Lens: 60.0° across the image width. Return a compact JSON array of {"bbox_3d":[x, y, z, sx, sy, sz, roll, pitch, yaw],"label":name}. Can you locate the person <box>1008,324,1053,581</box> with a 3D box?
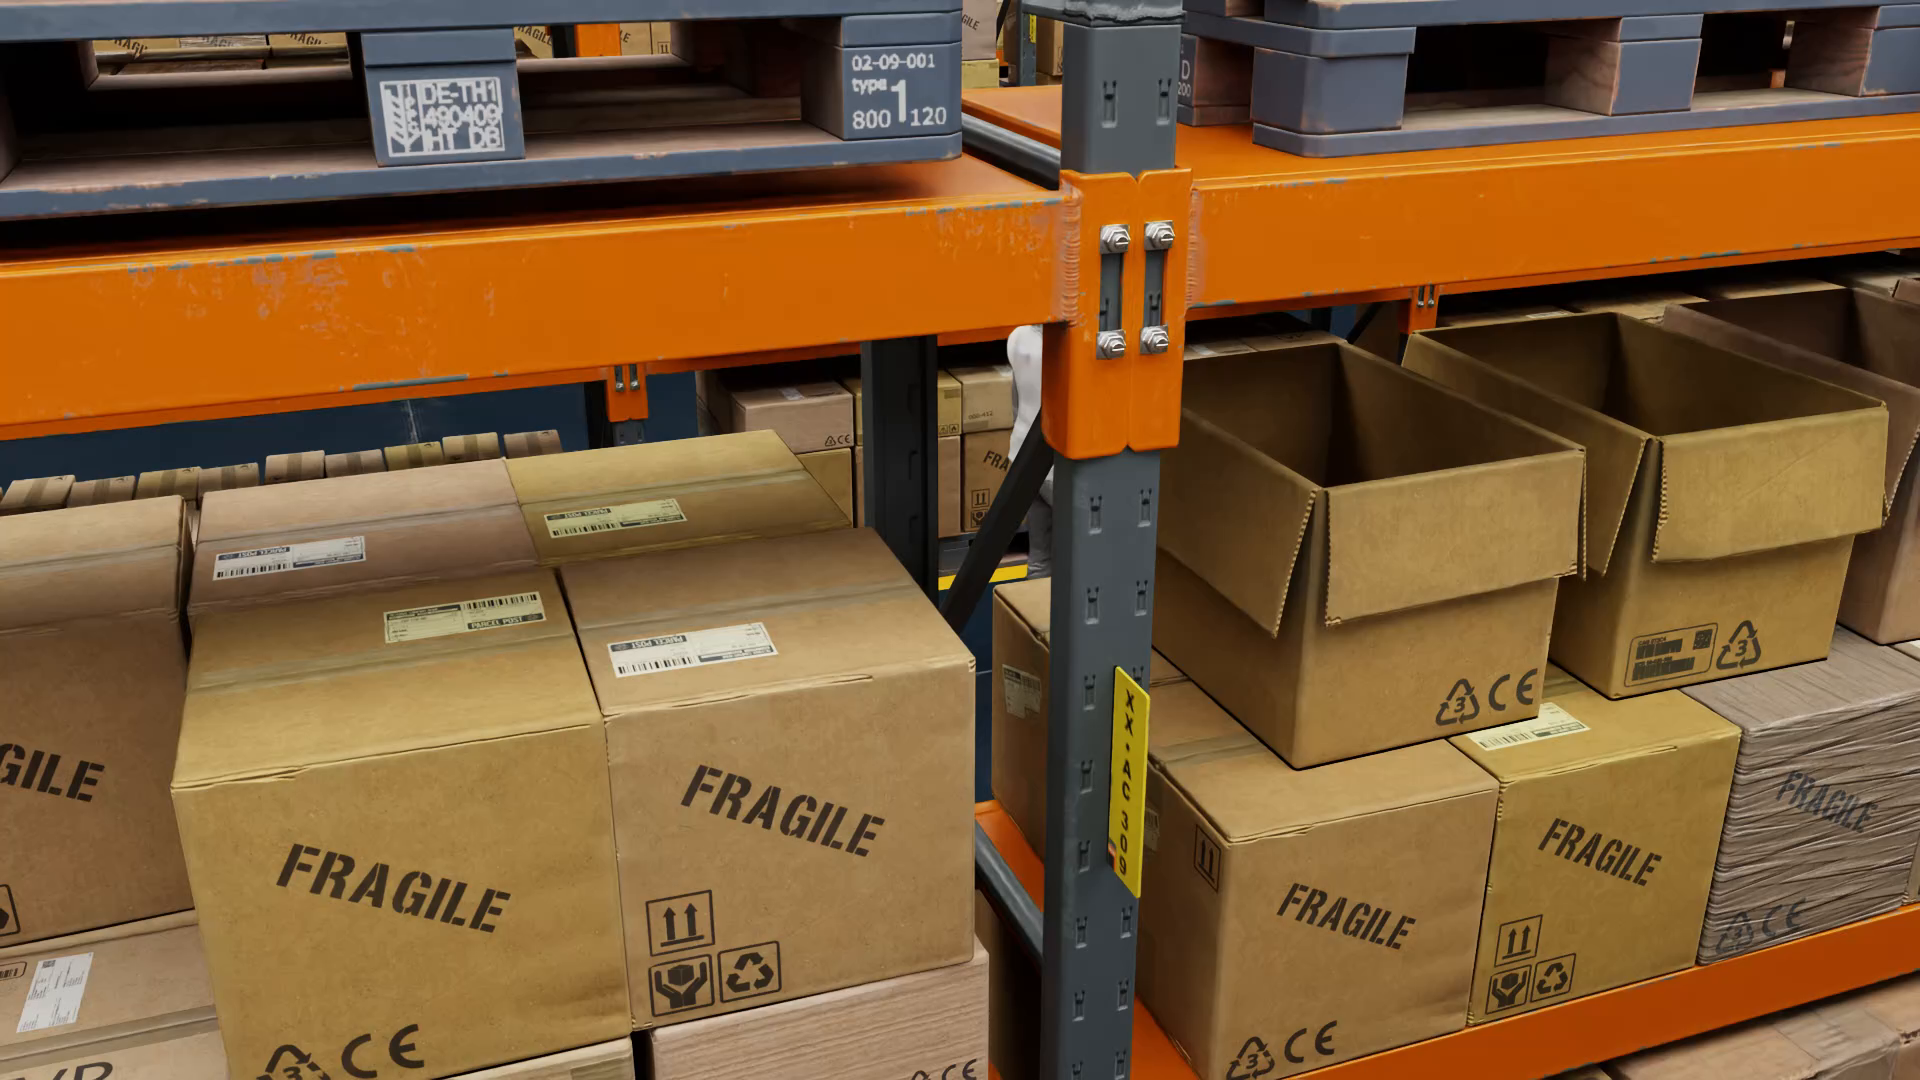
[{"bbox_3d":[0.421,-0.286,6.801,0.410,1.826,0.591,-13,25,-28],"label":"person"}]
